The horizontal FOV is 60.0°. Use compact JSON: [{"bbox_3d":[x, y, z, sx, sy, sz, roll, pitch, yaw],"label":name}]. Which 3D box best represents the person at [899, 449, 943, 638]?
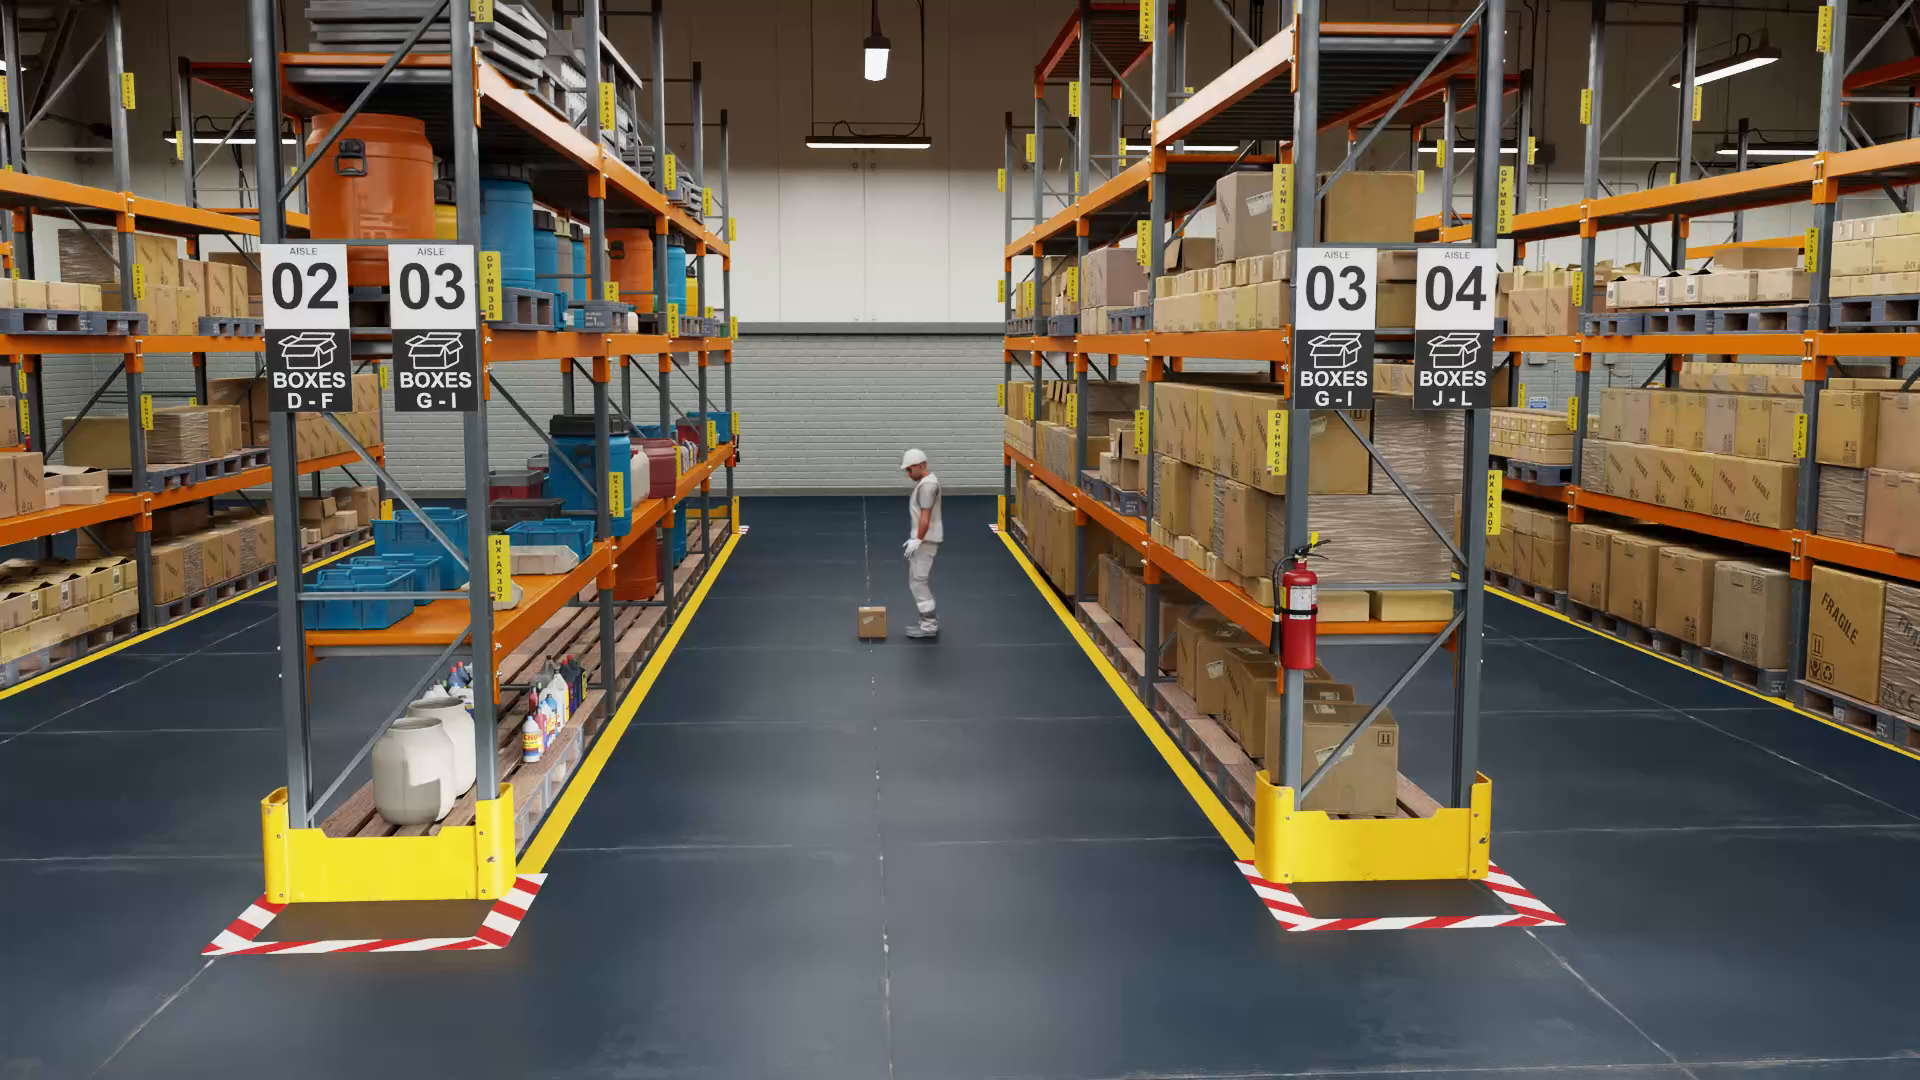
[{"bbox_3d":[-0.363,0.027,15.551,0.413,1.758,0.536,0,7,-2],"label":"person"}]
